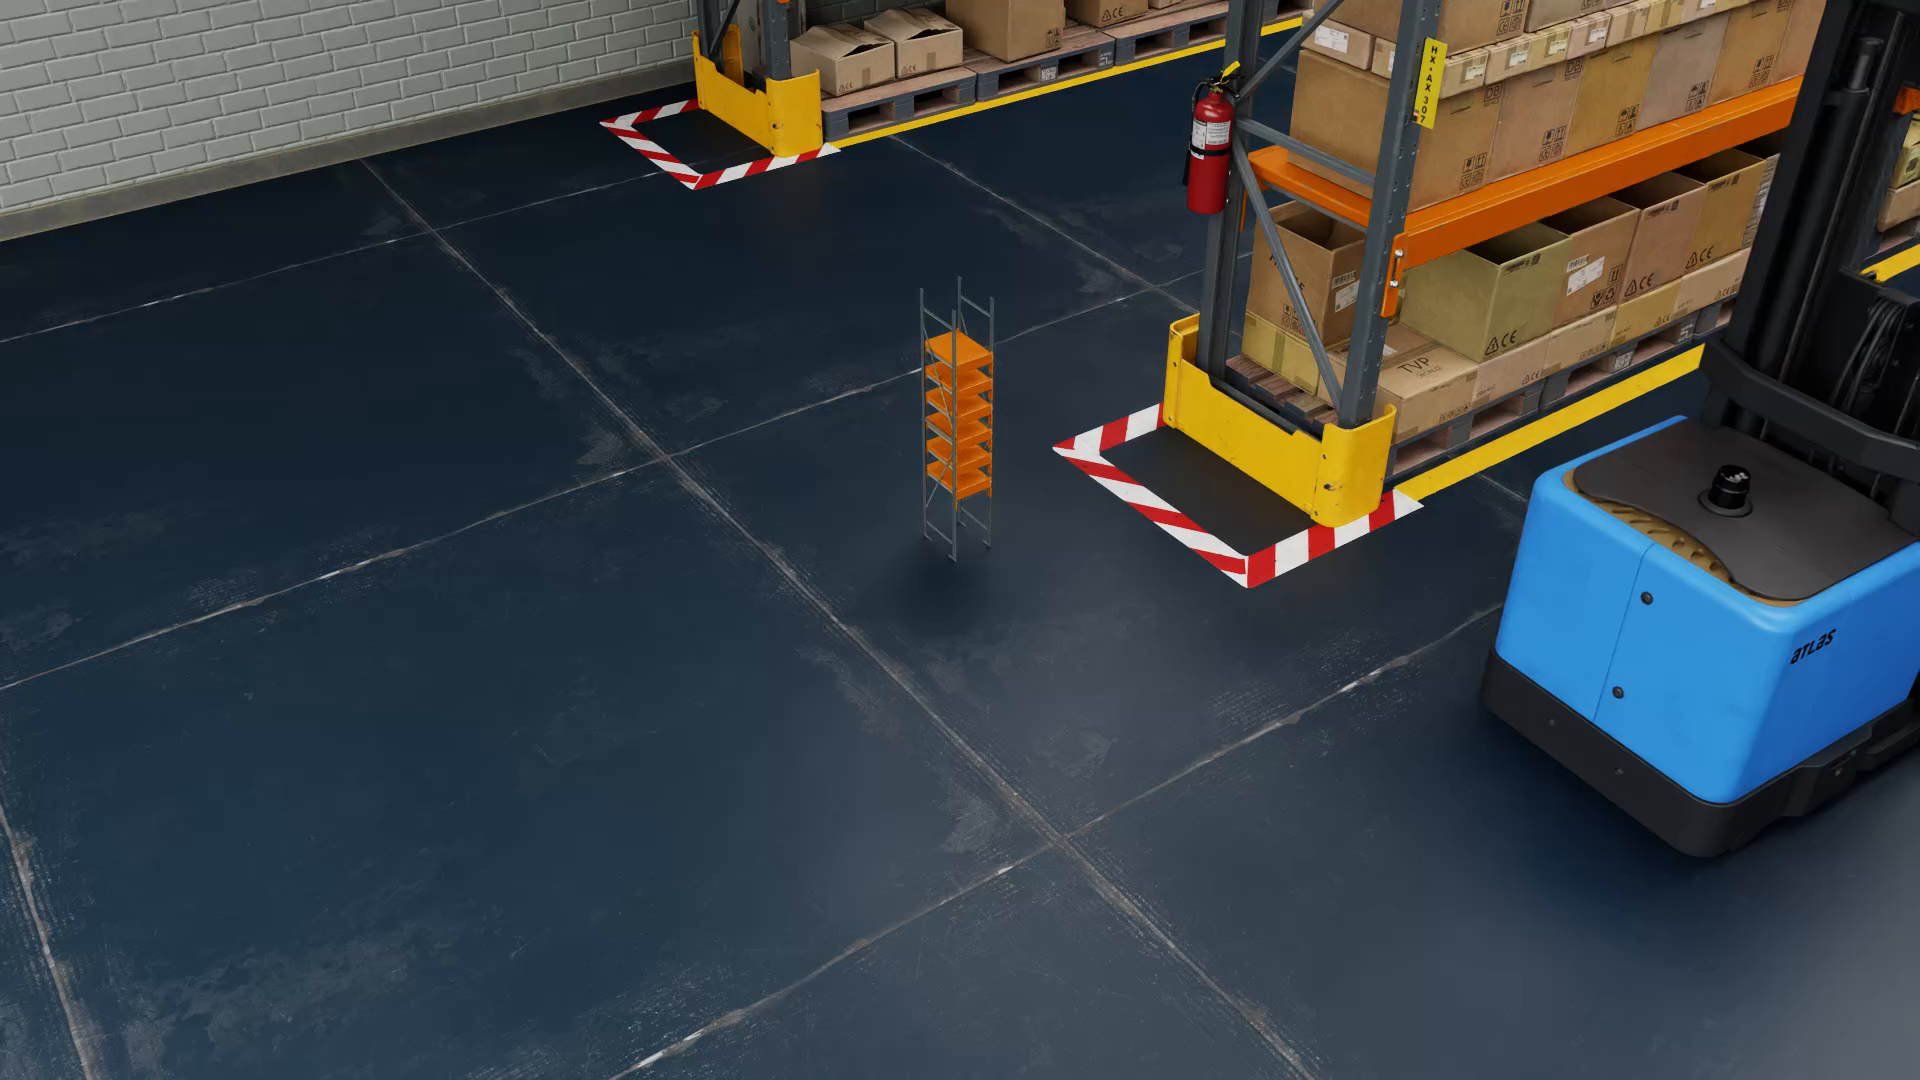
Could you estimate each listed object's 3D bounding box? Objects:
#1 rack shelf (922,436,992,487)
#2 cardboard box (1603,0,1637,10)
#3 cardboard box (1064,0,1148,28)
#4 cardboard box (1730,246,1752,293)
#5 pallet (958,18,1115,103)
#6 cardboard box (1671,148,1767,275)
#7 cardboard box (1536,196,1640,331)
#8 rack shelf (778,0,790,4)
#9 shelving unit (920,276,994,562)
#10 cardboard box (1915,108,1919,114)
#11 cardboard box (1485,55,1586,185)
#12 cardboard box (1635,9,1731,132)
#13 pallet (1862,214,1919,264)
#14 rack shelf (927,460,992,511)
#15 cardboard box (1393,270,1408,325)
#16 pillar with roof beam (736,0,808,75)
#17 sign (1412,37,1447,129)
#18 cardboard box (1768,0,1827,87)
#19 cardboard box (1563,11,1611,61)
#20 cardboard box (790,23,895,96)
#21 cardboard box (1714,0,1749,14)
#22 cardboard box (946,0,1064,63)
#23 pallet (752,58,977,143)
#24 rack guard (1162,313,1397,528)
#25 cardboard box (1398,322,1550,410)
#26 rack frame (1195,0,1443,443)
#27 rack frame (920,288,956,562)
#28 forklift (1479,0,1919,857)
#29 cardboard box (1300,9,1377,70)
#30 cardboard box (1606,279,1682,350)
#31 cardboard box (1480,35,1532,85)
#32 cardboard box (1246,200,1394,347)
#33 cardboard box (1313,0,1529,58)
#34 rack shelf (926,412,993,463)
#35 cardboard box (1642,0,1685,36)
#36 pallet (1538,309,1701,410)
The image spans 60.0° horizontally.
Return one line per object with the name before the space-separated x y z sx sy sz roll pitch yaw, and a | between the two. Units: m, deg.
rack shelf | -0.012 -0.349 6.989 0.180 0.103 0.258 -22 41 -28
cardboard box | 2.724 -2.687 7.220 0.500 0.500 0.700 -22 41 -28
cardboard box | 1.041 -4.105 12.153 0.500 0.500 0.500 -26 43 -31
cardboard box | 4.055 -1.577 8.869 0.500 0.250 0.500 -22 41 -28
pallet | 0.339 -3.522 11.966 1.213 0.211 1.003 -22 41 -28
cardboard box | 3.648 -1.713 8.415 0.500 0.500 0.500 -22 41 -28
cardboard box | 2.829 -1.378 7.949 0.500 0.500 0.500 -22 41 -28
rack shelf | 0.231 -4.345 11.338 4.000 0.370 1.077 -22 41 -28
shelving unit | -0.012 -0.482 6.893 0.189 1.200 0.258 -22 41 -28
cardboard box | 5.616 -2.415 9.553 0.500 0.311 0.500 -23 42 -28
cardboard box | 2.269 -1.972 7.337 0.500 0.500 0.700 -21 41 -27
cardboard box | 3.106 -2.315 7.814 0.500 0.500 0.700 -21 41 -27
pallet | 5.303 -2.081 9.963 1.213 0.211 1.003 -22 41 -28
rack shelf | -0.012 -0.251 7.059 0.180 0.103 0.258 -22 41 -28
cardboard box | 2.123 -1.151 8.276 0.500 0.250 0.500 -22 41 -28
pillar with roof beam | 1.150 -4.994 6.486 0.400 9.000 9.100 -22 41 -28
sign | 1.768 -1.718 6.261 0.005 0.325 0.100 -22 41 -28
cardboard box | 3.936 -2.655 8.286 0.500 0.500 0.700 -23 42 -28
cardboard box | 2.524 -2.192 7.087 0.250 0.149 0.380 -23 42 -29
cardboard box | -0.786 -3.241 11.114 0.500 0.311 0.500 -28 44 -33
cardboard box | 3.370 -2.540 7.571 0.250 0.149 0.380 -21 41 -26
cardboard box | 0.308 -3.733 11.635 0.500 0.500 0.700 -25 43 -31
pallet | -0.657 -3.114 11.399 1.213 0.211 1.003 -22 41 -28
rack guard | 1.434 -0.578 7.626 0.348 0.500 1.175 -22 41 -28
cardboard box | 2.426 -0.900 7.927 0.500 0.250 0.500 -22 41 -28
rack frame | 1.453 -1.601 6.908 0.127 3.000 1.000 -22 41 -28
rack frame | -0.087 -0.451 6.850 0.006 1.200 0.240 -22 41 -28
forklift | 3.485 -0.765 5.803 3.031 2.935 1.130 -20 40 -26
cardboard box | 1.656 -2.125 6.994 0.250 0.149 0.380 -23 42 -29
cardboard box | 3.247 -1.234 8.391 0.500 0.250 0.500 -22 41 -28
cardboard box | 2.112 -2.025 6.855 0.250 0.149 0.380 -24 42 -29
cardboard box | 1.720 -1.282 7.817 0.500 0.500 0.500 -22 41 -28
cardboard box | 1.885 -2.337 6.734 0.500 0.500 0.700 -22 41 -28
rack shelf | -0.012 -0.446 6.919 0.180 0.103 0.258 -22 41 -28
cardboard box | 2.950 -2.369 7.333 0.250 0.149 0.380 -23 42 -28
pallet | 3.050 -1.155 8.674 1.213 0.211 1.003 -22 41 -28
